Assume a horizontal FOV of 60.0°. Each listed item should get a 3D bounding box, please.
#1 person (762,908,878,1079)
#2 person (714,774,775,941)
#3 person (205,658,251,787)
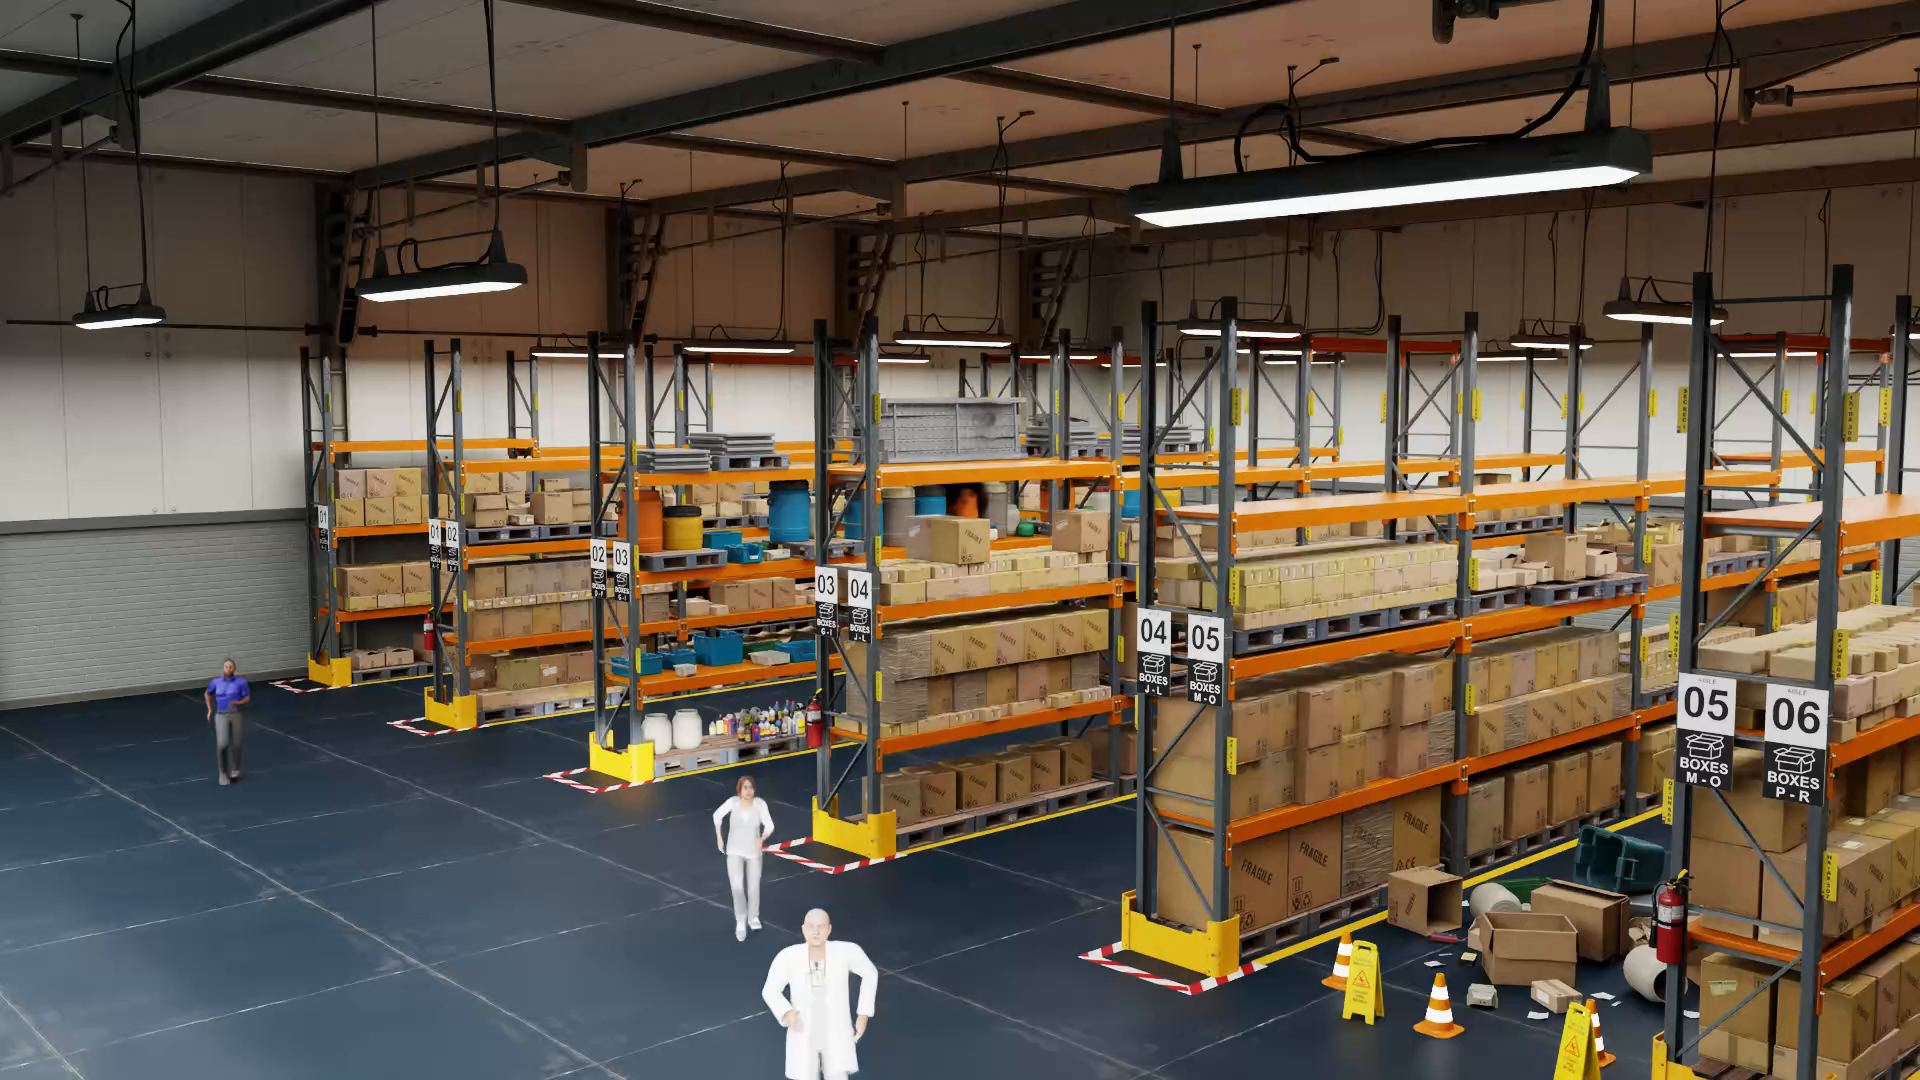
[{"bbox_3d":[-0.933,3.324,11.049,0.765,1.749,0.615,0,5,-1],"label":"person"},{"bbox_3d":[-2.042,3.005,15.786,0.564,1.545,0.671,-1,5,-11],"label":"person"},{"bbox_3d":[-9.679,2.412,22.017,0.542,1.690,0.702,-3,6,-26],"label":"person"}]
